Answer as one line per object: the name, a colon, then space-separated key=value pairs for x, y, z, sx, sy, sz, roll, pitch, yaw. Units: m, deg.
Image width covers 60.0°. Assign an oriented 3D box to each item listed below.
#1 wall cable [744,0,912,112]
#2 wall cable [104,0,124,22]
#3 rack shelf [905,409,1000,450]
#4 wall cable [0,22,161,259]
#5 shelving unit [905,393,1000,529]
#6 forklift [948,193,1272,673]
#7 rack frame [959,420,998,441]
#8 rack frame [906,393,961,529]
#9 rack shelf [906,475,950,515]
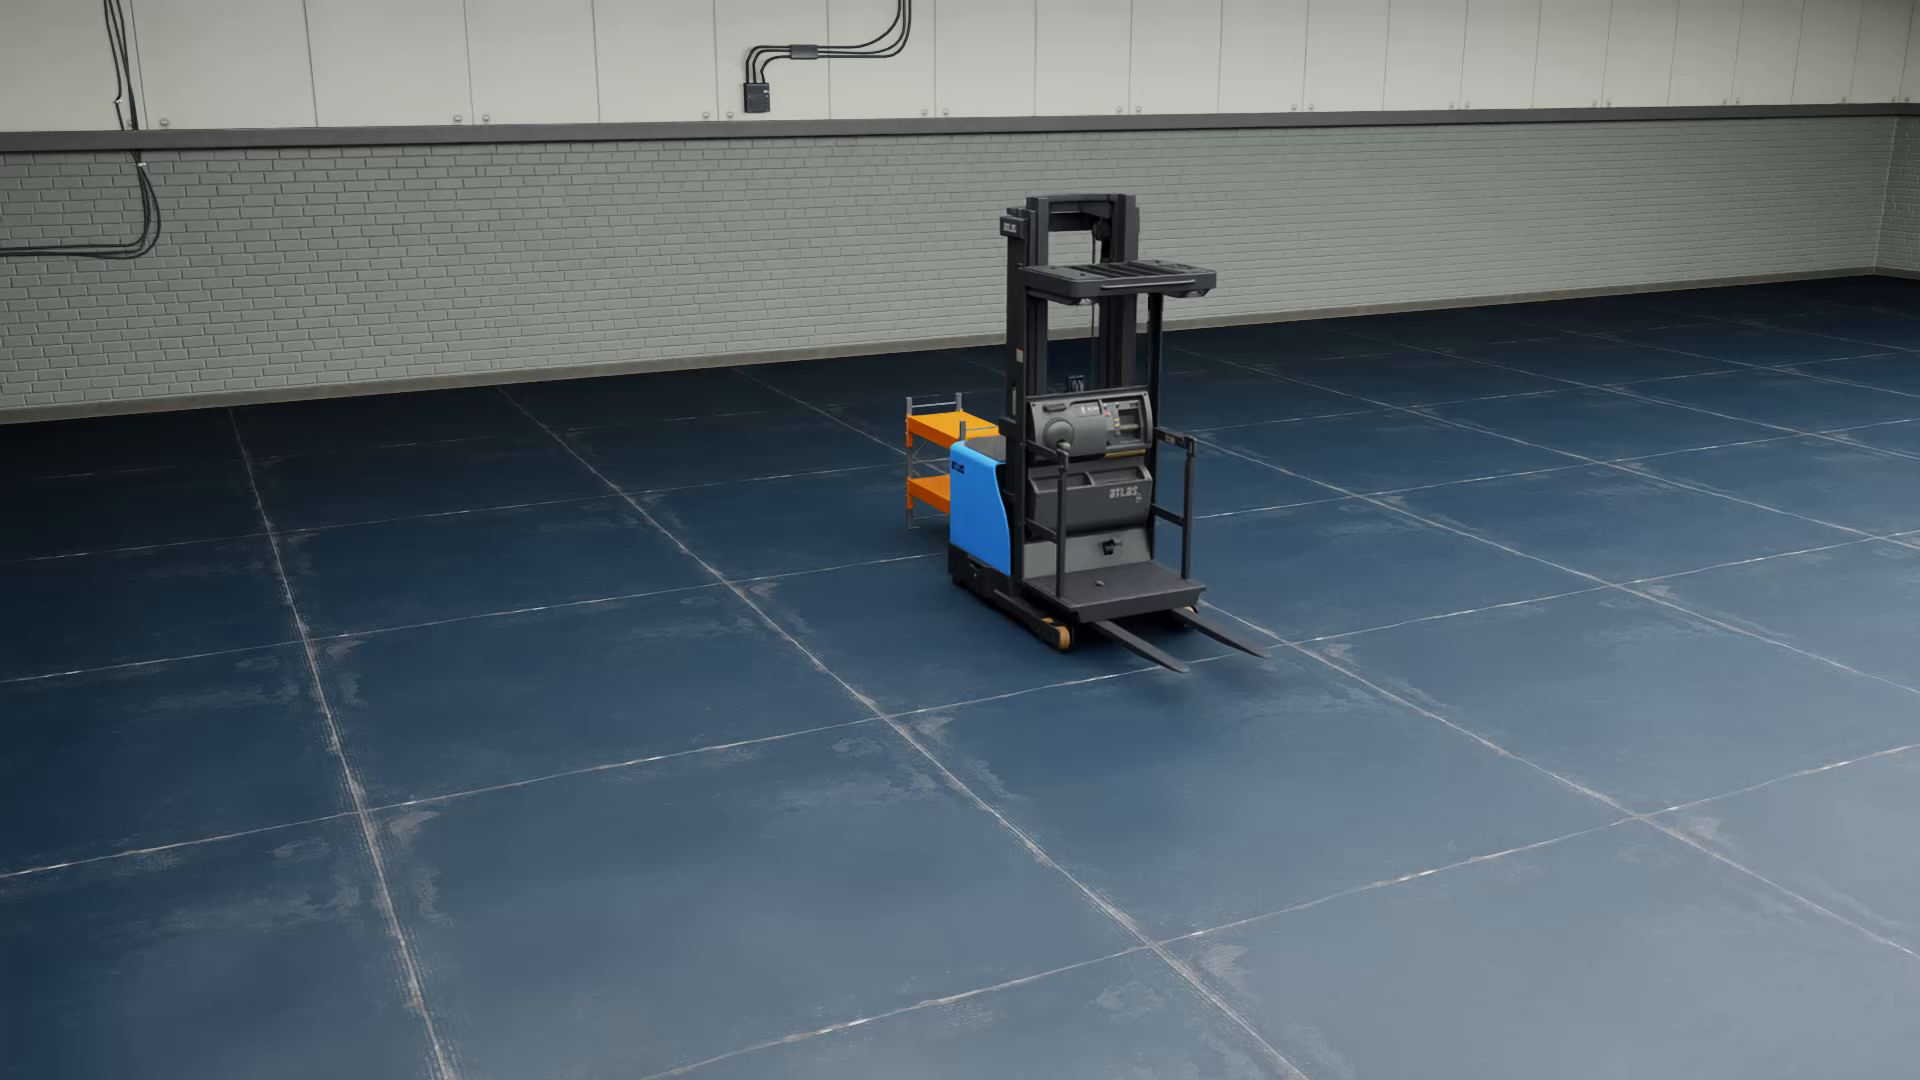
wall cable: x=-1.644 y=-8.393 z=20.517 sx=2.305 sy=6.003 sz=0.169 roll=-8 pitch=18 yaw=-25
wall cable: x=-7.753 y=-6.877 z=17.873 sx=3.097 sy=2.526 sz=0.112 roll=-8 pitch=18 yaw=-25
rack shelf: x=0.003 y=-0.820 z=13.509 sx=0.538 sy=0.278 sz=1.000 roll=-8 pitch=18 yaw=-25
wall cable: x=-10.185 y=-4.122 z=17.431 sx=3.097 sy=2.526 sz=0.112 roll=-8 pitch=18 yaw=-25
shelving unit: x=0.003 y=-0.539 z=13.590 sx=0.538 sy=1.125 sz=1.048 roll=-8 pitch=18 yaw=-25
forklift: x=1.000 y=-0.805 z=11.243 sx=1.130 sy=2.935 sz=3.031 roll=-8 pitch=18 yaw=-25
rack frame: x=0.226 y=-0.413 z=13.150 sx=0.500 sy=1.125 sz=0.032 roll=-8 pitch=18 yaw=-25
rack frame: x=-0.220 y=-0.665 z=14.029 sx=0.500 sy=1.125 sz=0.032 roll=-8 pitch=18 yaw=-25
rack shelf: x=0.003 y=-0.304 z=13.657 sx=0.538 sy=0.278 sz=1.000 roll=-8 pitch=18 yaw=-25
